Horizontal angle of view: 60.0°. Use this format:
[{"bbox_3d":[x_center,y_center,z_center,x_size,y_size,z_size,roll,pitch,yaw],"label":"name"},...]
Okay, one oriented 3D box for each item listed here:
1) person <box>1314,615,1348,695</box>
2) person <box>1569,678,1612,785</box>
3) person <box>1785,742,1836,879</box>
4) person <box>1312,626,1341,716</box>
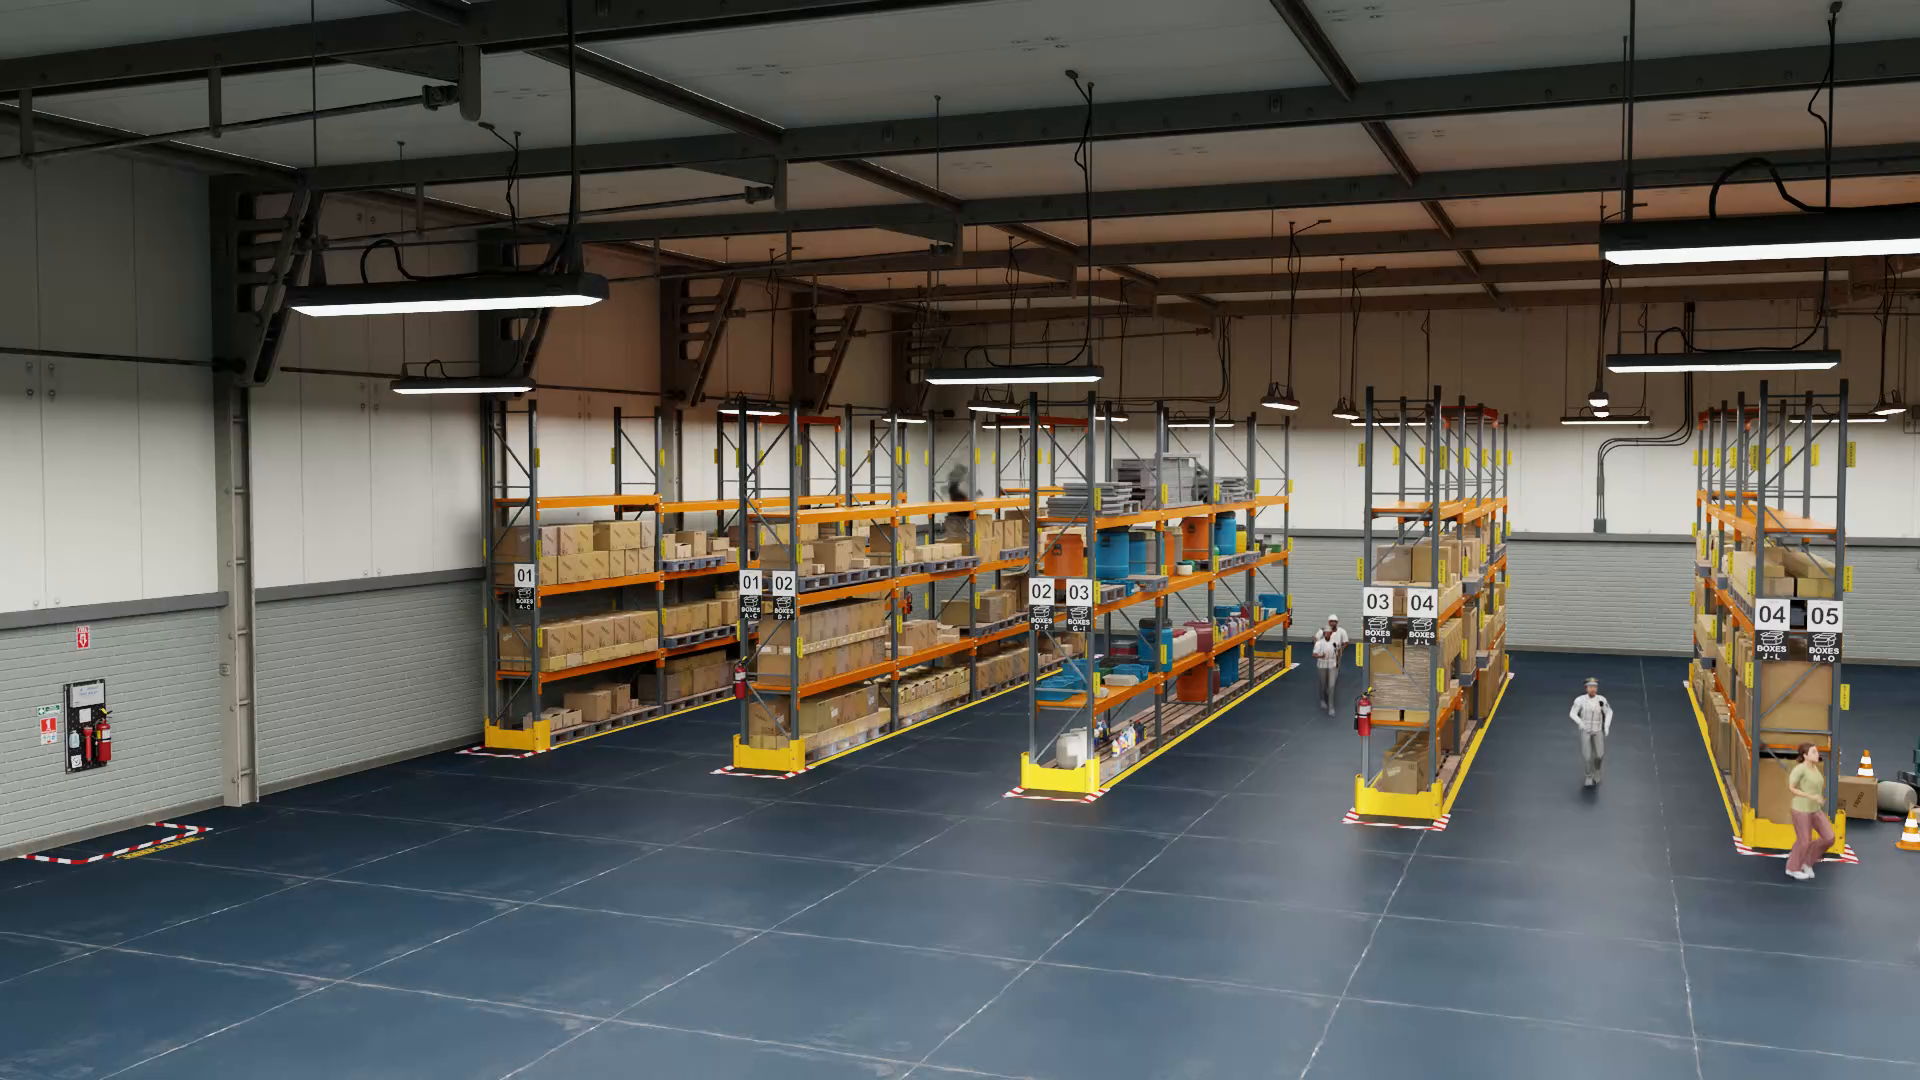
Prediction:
[{"bbox_3d":[7.758,2.411,34.716,0.680,1.716,0.720,0,3,8],"label":"person"},{"bbox_3d":[9.604,2.918,25.293,0.629,1.661,0.539,1,3,16],"label":"person"},{"bbox_3d":[10.028,3.204,19.640,0.591,1.640,0.588,-1,3,-27],"label":"person"},{"bbox_3d":[7.199,2.529,32.617,0.574,1.721,0.883,0,3,7],"label":"person"}]
